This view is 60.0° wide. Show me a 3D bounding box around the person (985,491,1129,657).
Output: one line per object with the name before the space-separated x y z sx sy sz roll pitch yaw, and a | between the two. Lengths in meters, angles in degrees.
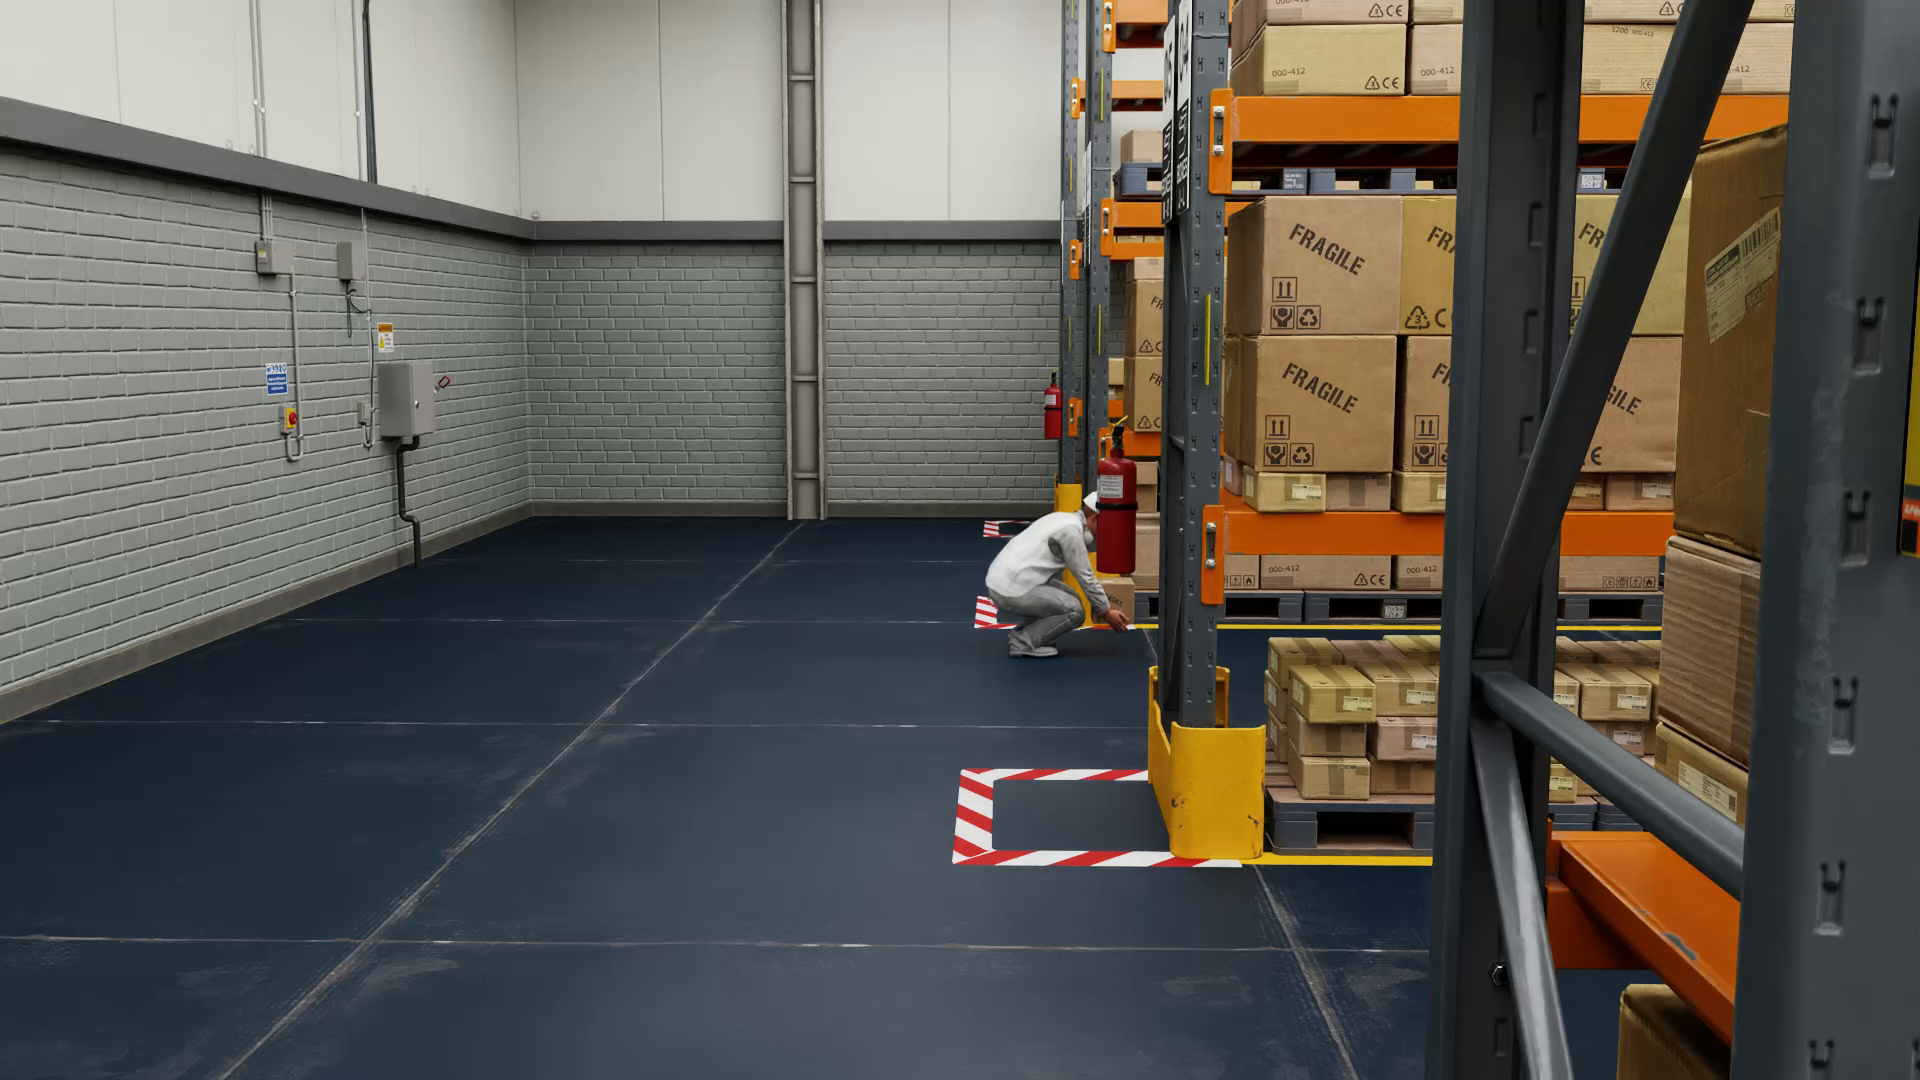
person | 0.591 0.198 10.199 0.871 1.007 0.535 0 7 1
